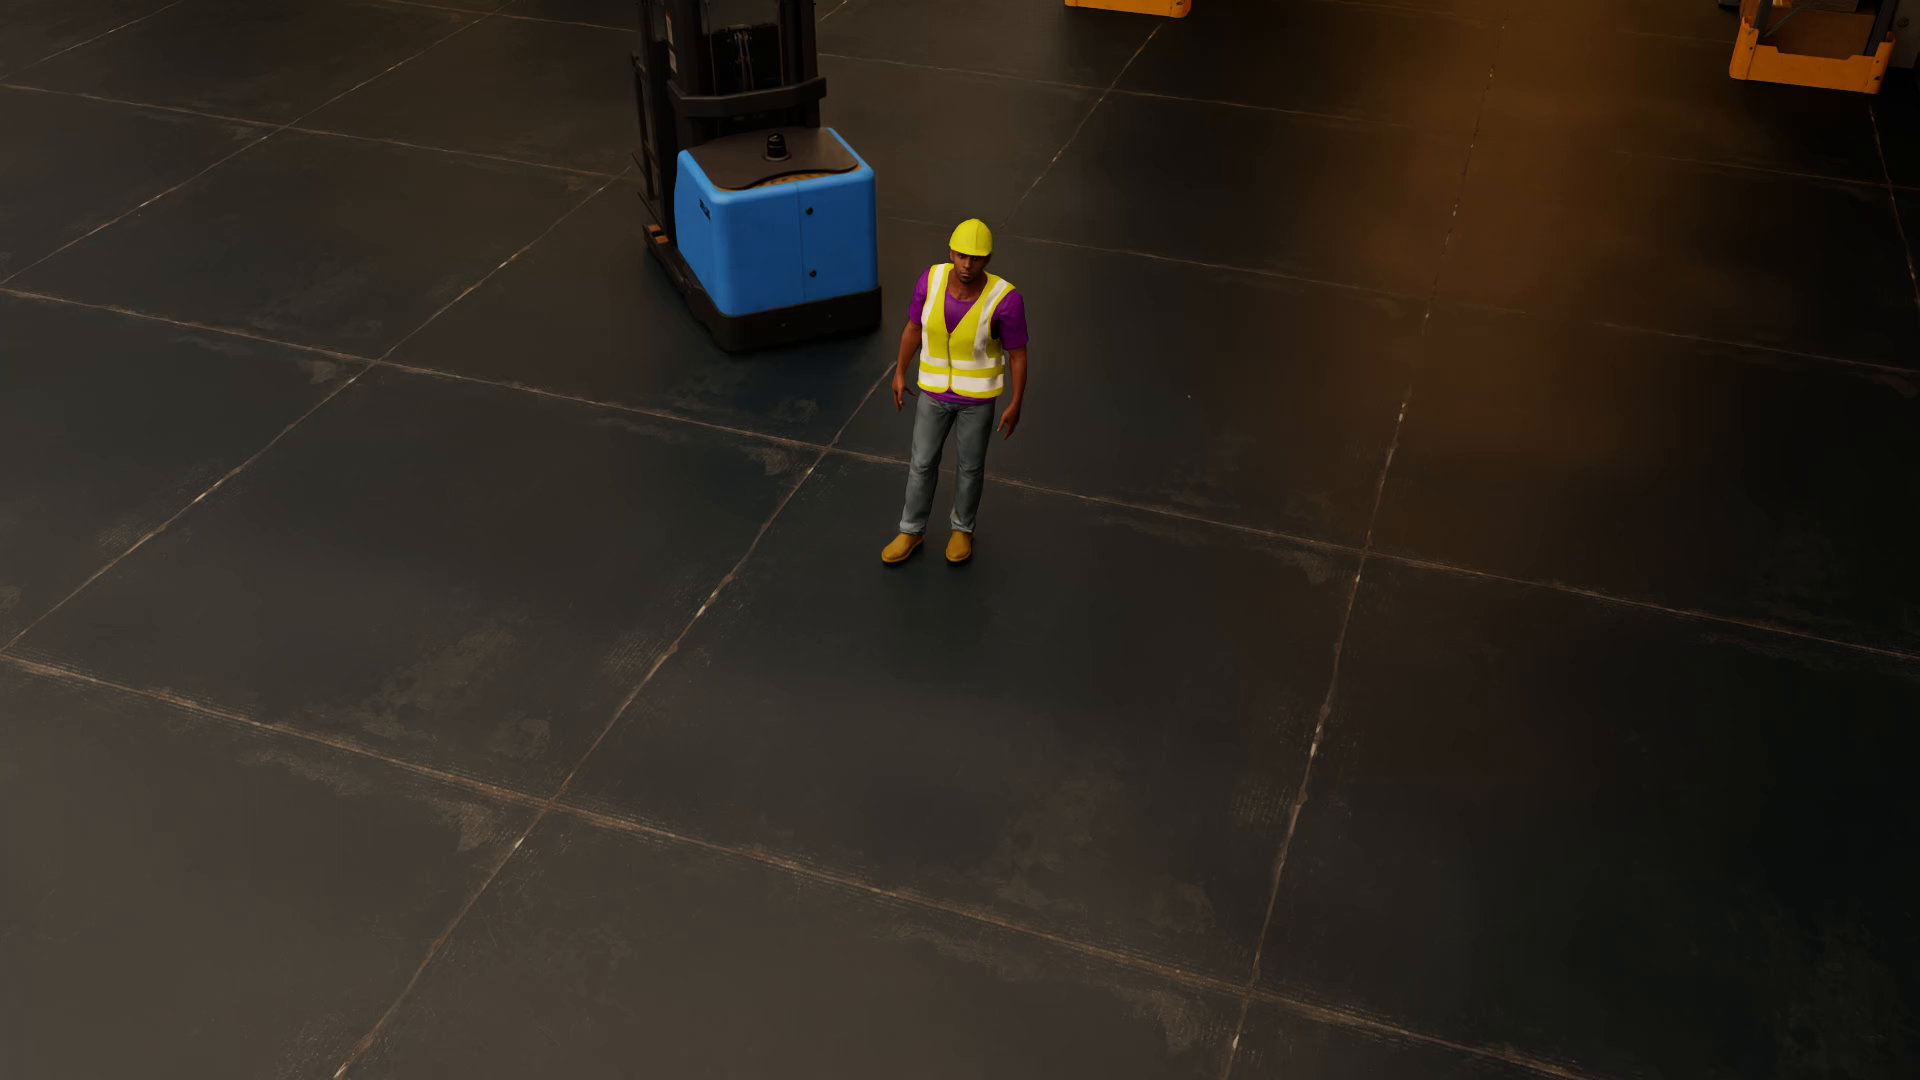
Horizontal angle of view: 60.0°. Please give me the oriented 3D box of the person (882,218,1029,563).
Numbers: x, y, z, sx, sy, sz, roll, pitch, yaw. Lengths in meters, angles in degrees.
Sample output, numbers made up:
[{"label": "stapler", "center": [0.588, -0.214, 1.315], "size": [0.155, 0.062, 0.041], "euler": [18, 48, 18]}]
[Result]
[{"label": "person", "center": [-0.029, -0.690, 8.078], "size": [0.665, 1.765, 0.577], "euler": [12, 37, 16]}]

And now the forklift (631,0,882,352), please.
[{"label": "forklift", "center": [-1.537, -3.190, 10.610], "size": [1.130, 2.935, 3.031], "euler": [-14, 38, -19]}]
